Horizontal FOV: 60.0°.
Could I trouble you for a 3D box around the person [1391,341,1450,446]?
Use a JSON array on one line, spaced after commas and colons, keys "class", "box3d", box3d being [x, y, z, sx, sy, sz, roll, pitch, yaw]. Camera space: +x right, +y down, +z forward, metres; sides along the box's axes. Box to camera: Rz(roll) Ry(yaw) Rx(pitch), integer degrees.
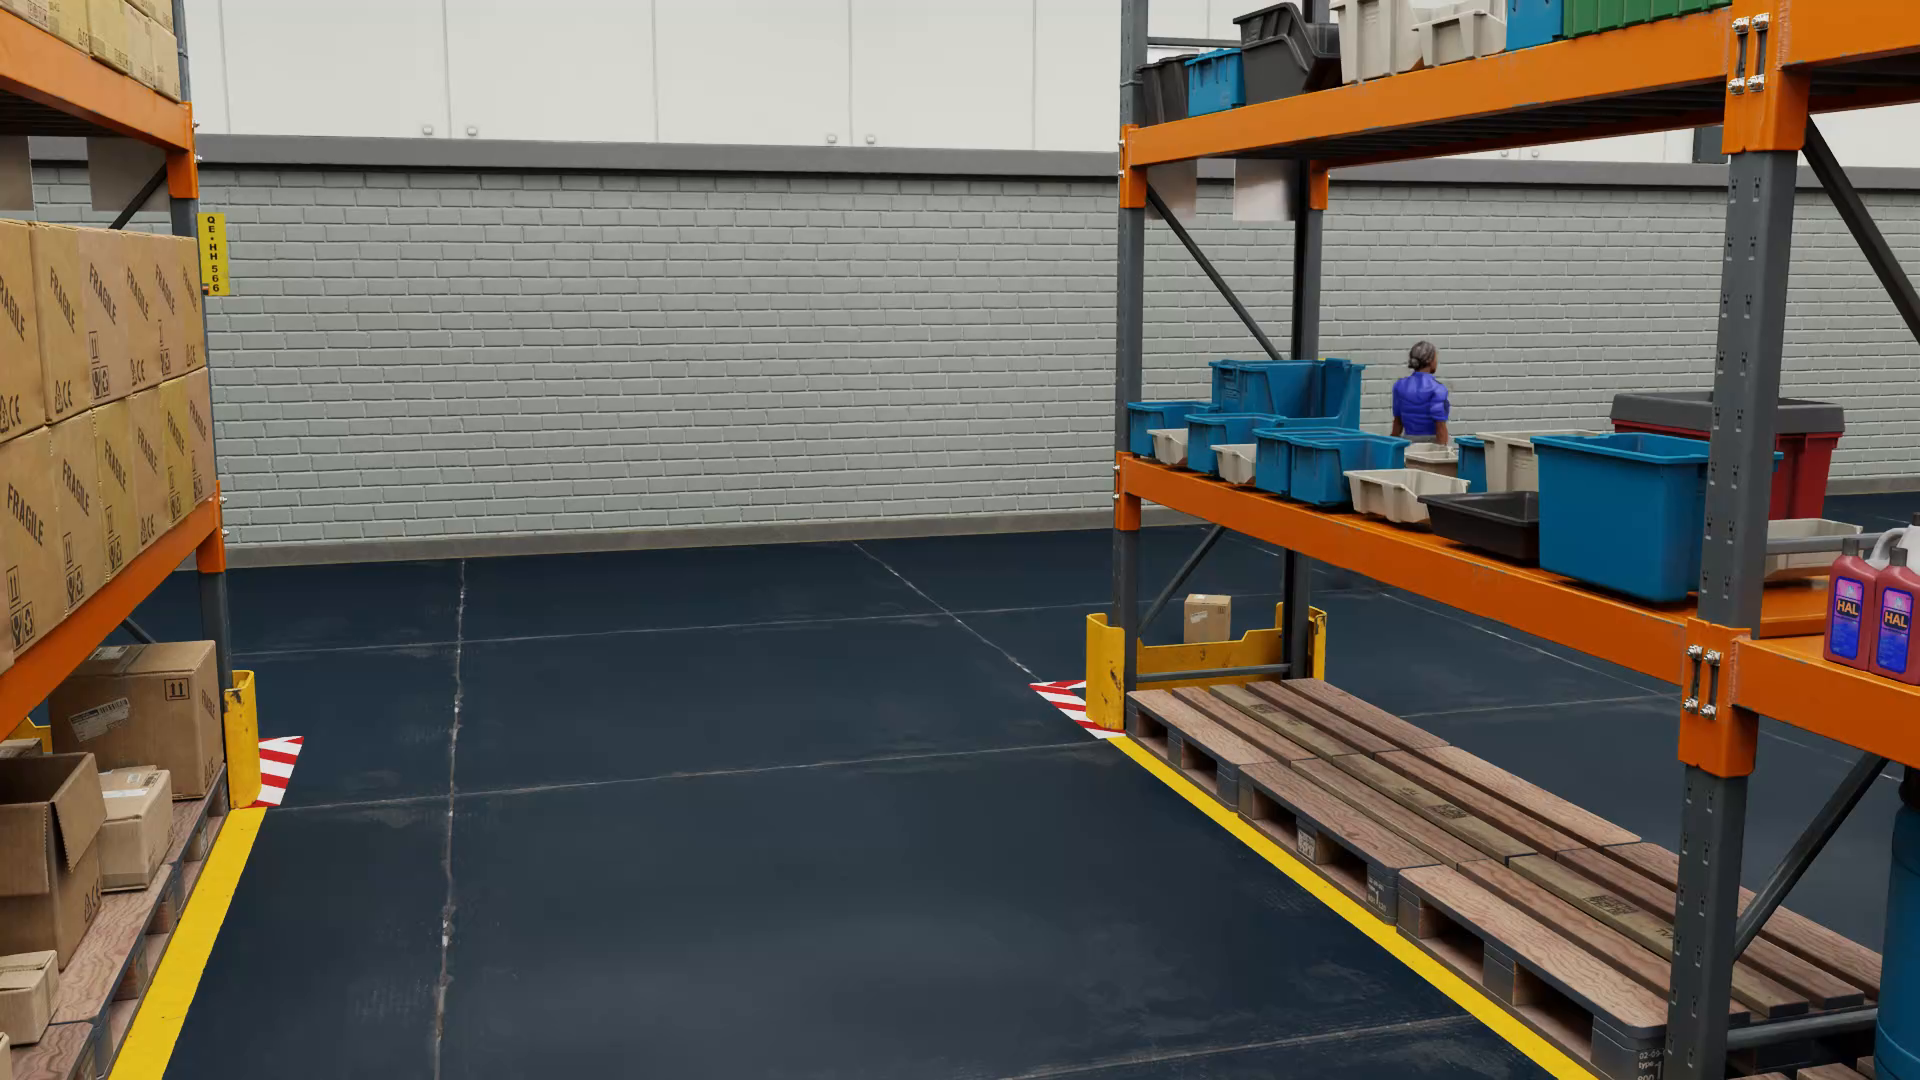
[{"class": "person", "box3d": [3.212, -0.560, 11.620, 0.449, 1.651, 0.472, -8, 12, -40]}]
